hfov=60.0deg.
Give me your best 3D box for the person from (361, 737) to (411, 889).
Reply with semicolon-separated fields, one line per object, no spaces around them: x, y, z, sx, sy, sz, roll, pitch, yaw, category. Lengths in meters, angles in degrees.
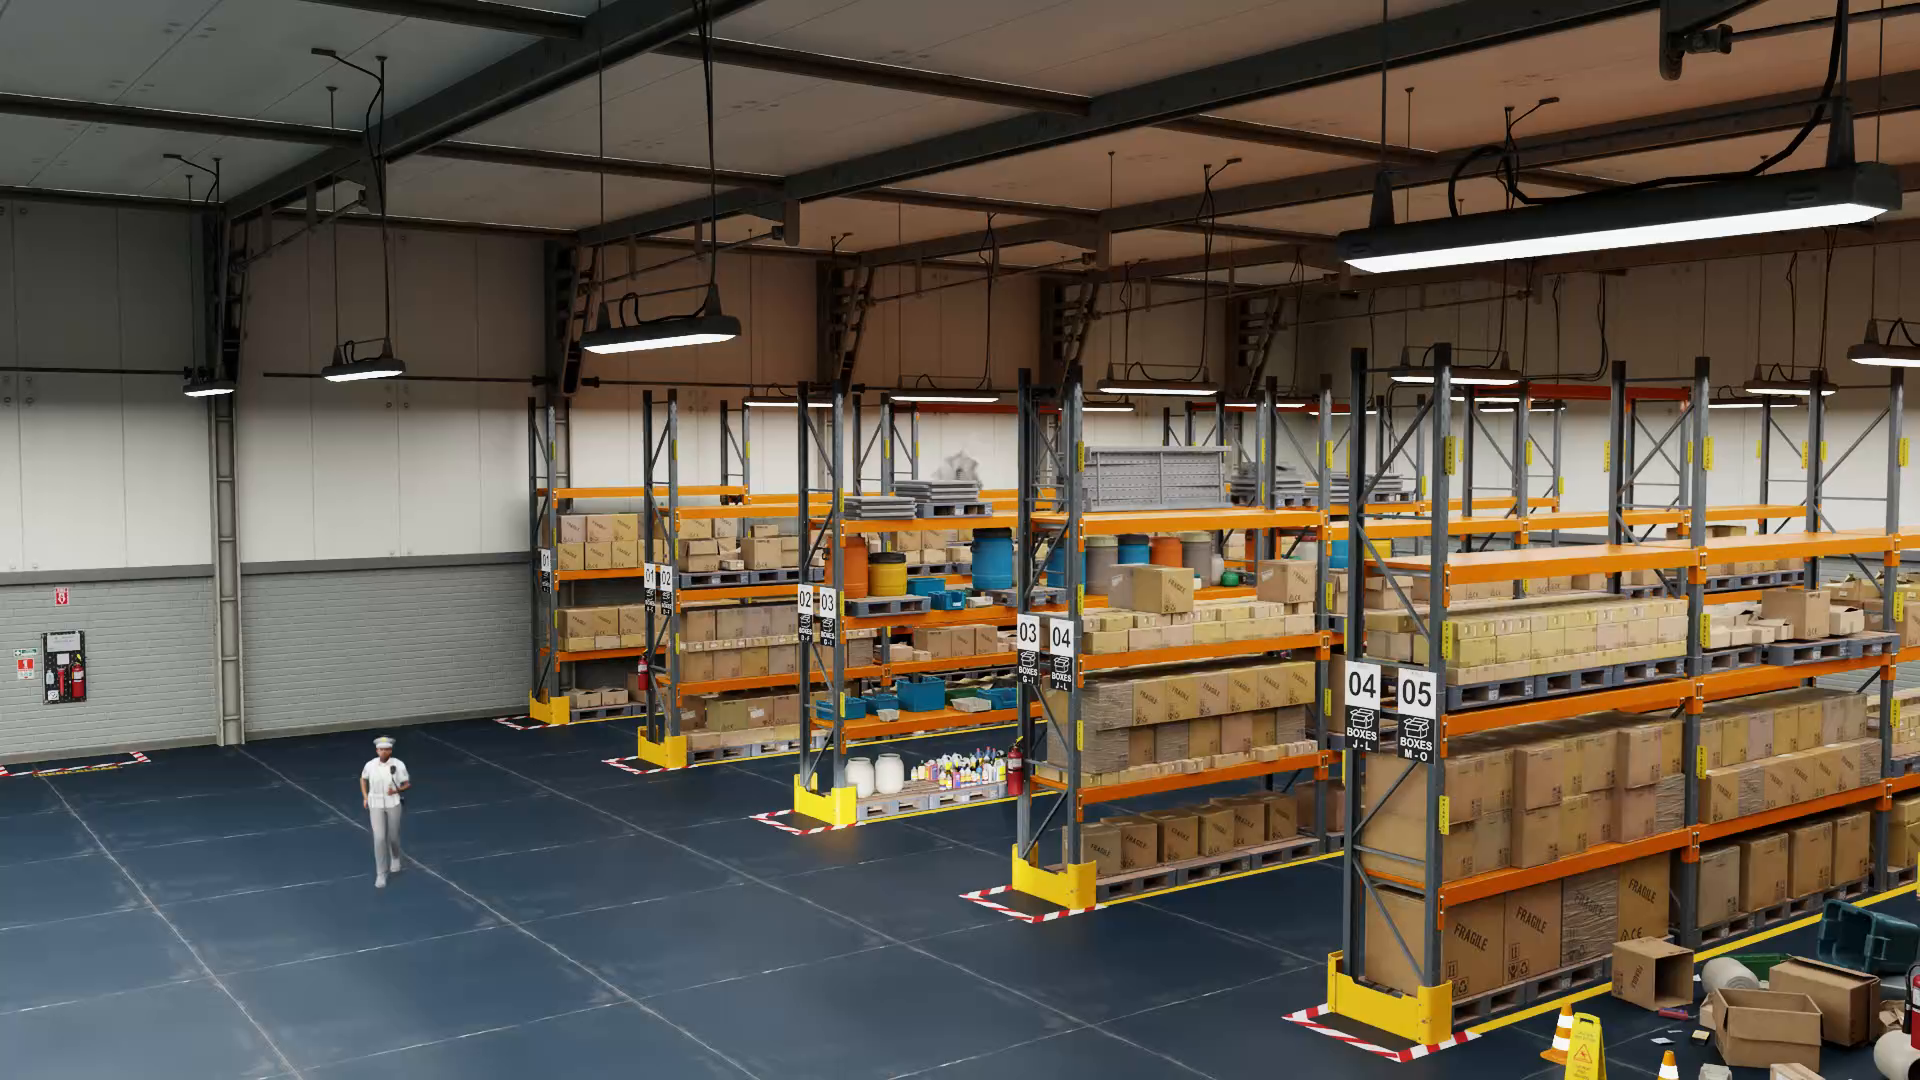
-6.769;3.158;19.598;0.574;1.720;0.810;-1;3;-15;person
